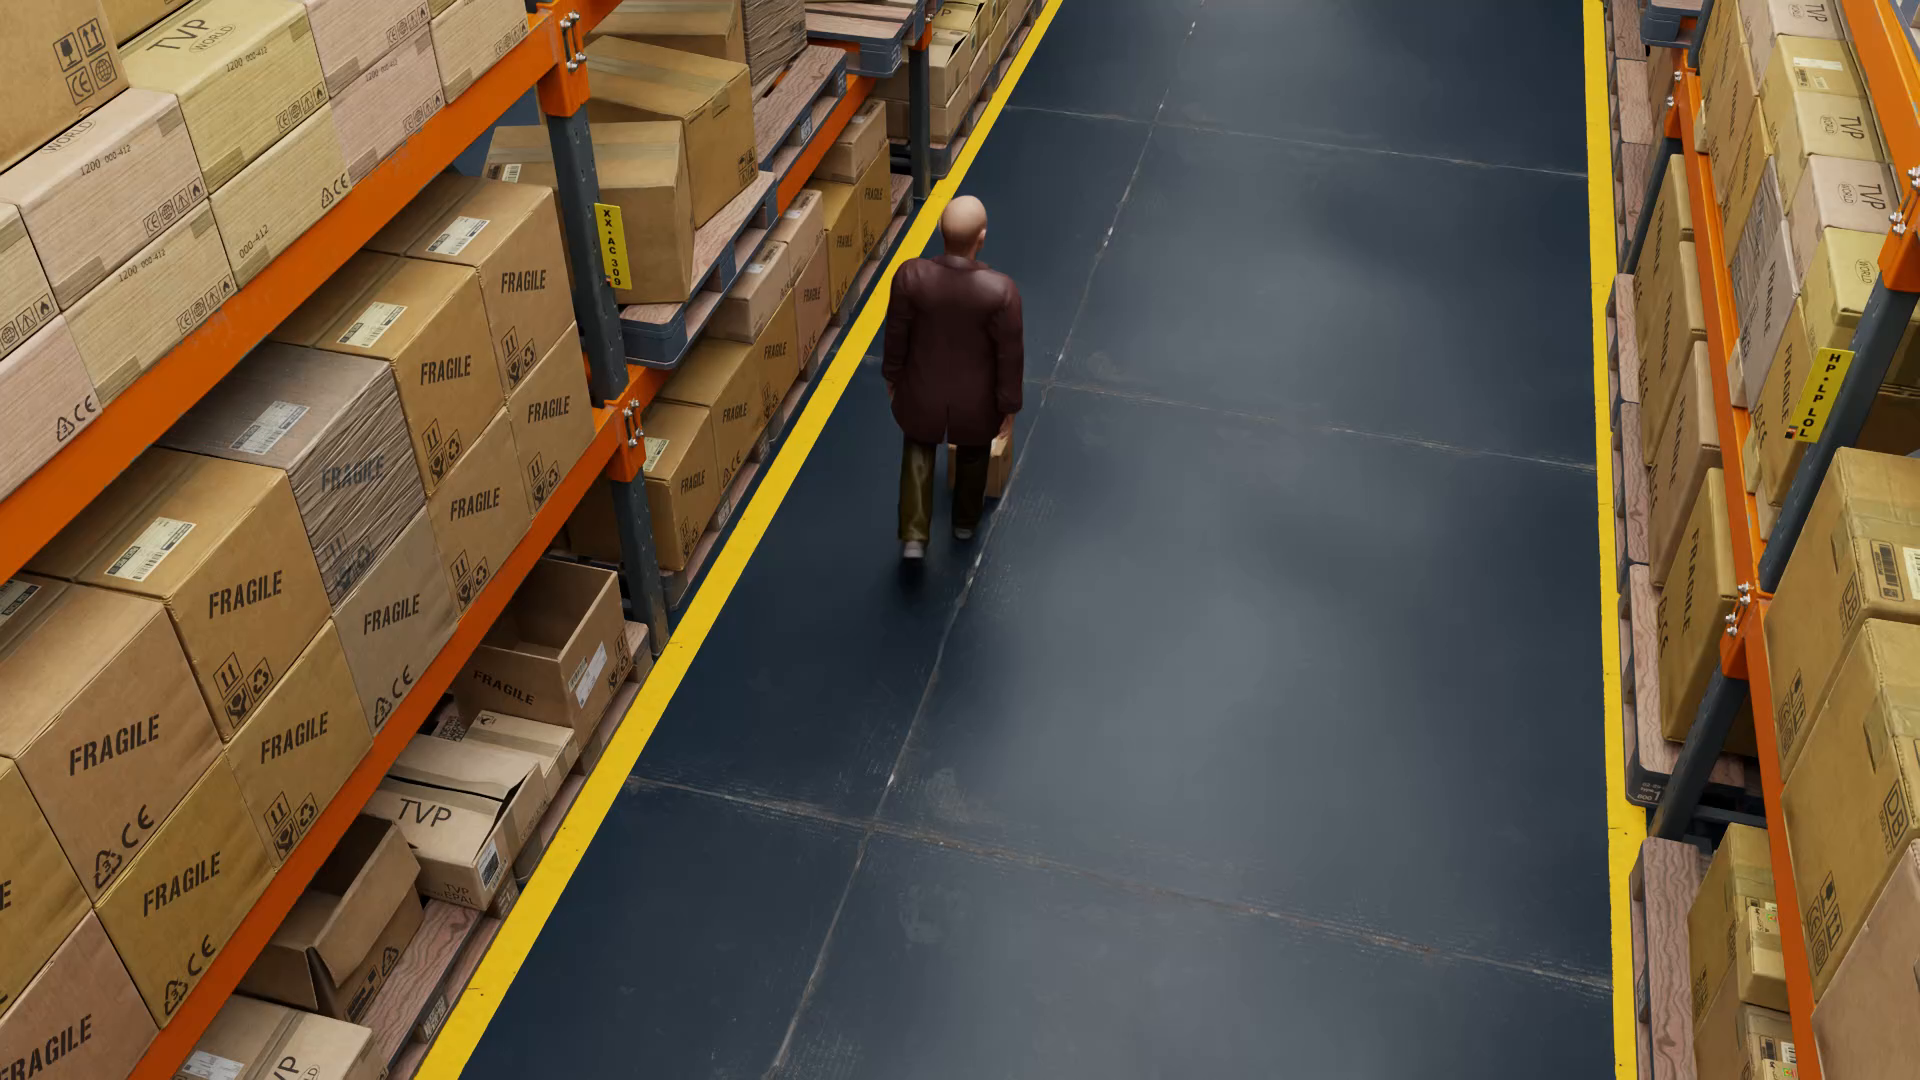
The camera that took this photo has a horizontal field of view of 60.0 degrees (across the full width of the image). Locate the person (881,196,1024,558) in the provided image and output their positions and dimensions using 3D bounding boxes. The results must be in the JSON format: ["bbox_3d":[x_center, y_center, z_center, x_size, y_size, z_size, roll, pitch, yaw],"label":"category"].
[{"bbox_3d":[-0.023,-0.662,6.921,0.606,1.772,0.776,6,41,7],"label":"person"}]
